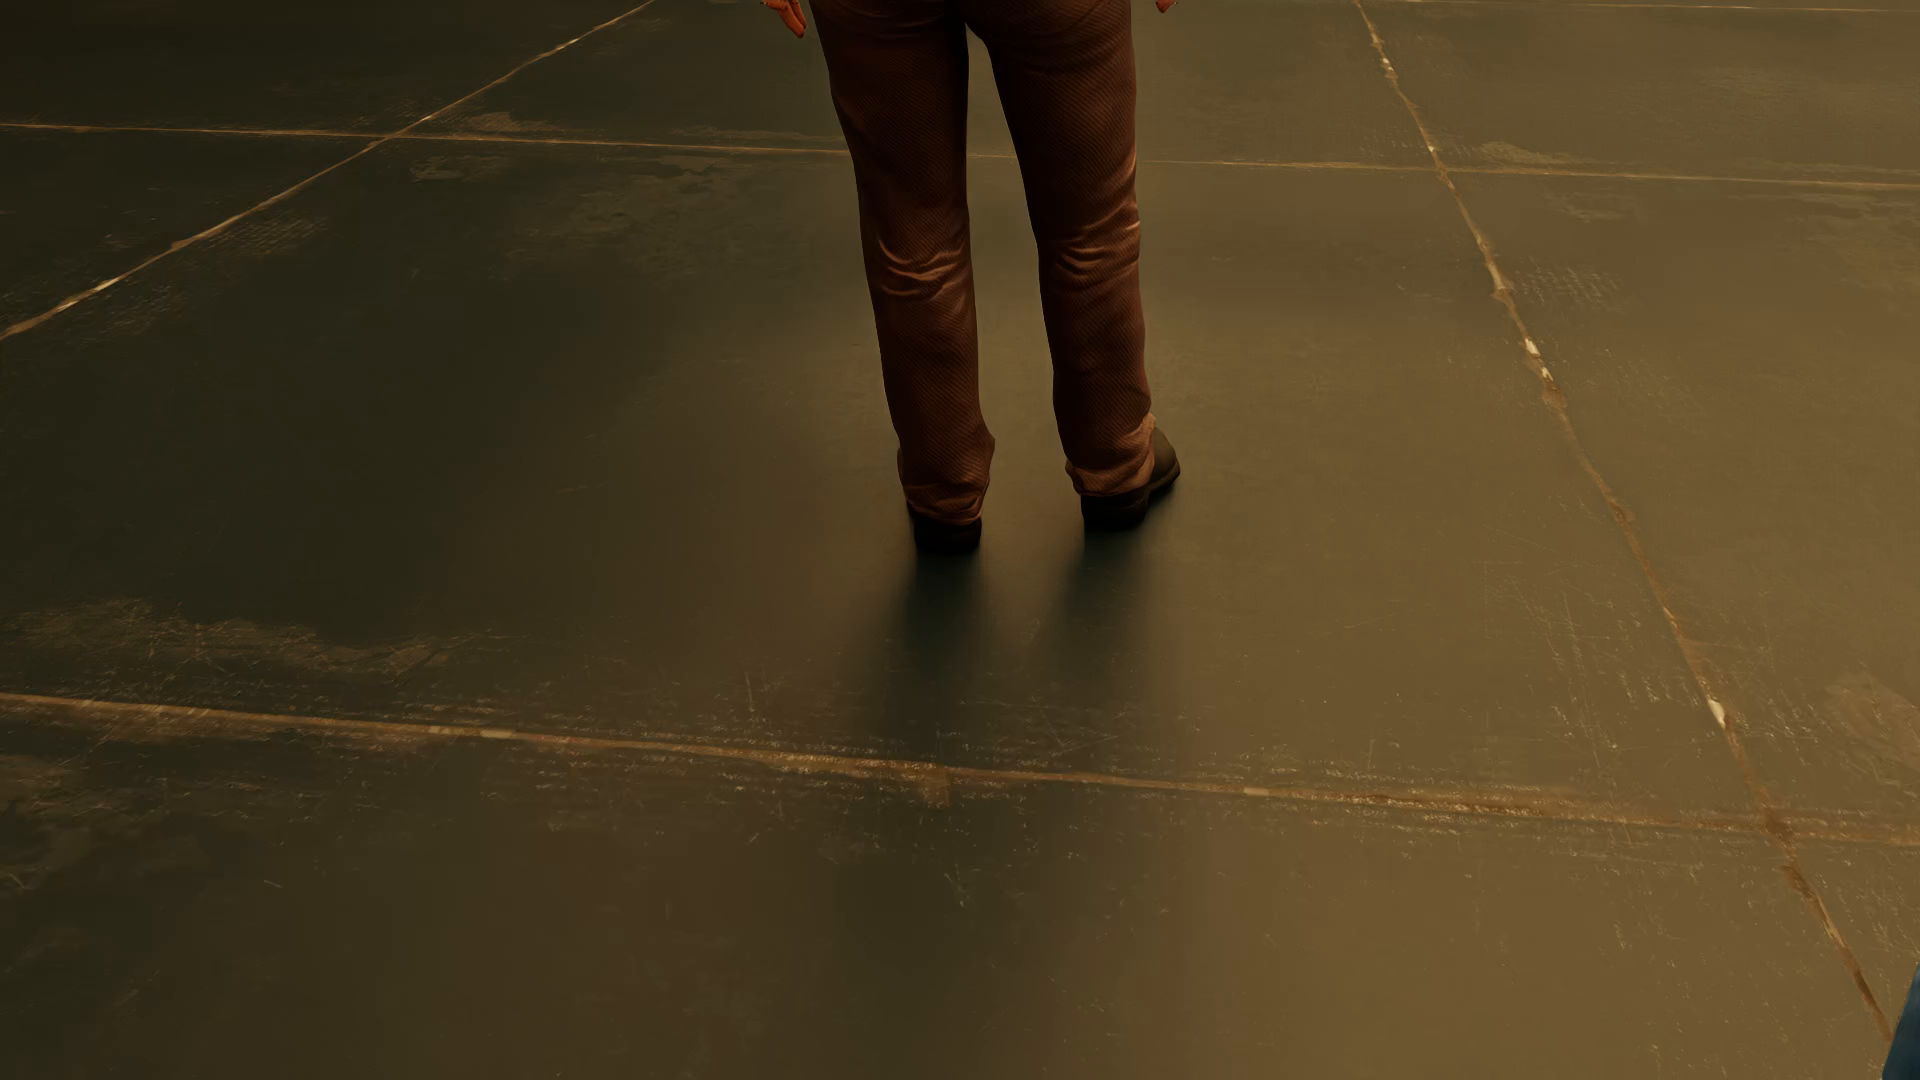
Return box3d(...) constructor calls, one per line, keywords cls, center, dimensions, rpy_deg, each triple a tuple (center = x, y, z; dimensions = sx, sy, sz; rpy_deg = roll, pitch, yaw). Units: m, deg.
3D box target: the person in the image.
box3d(cls="person", center=(0.016, -0.804, 2.168), dimensions=(0.633, 1.722, 0.566), rpy_deg=(3, 27, 7))
